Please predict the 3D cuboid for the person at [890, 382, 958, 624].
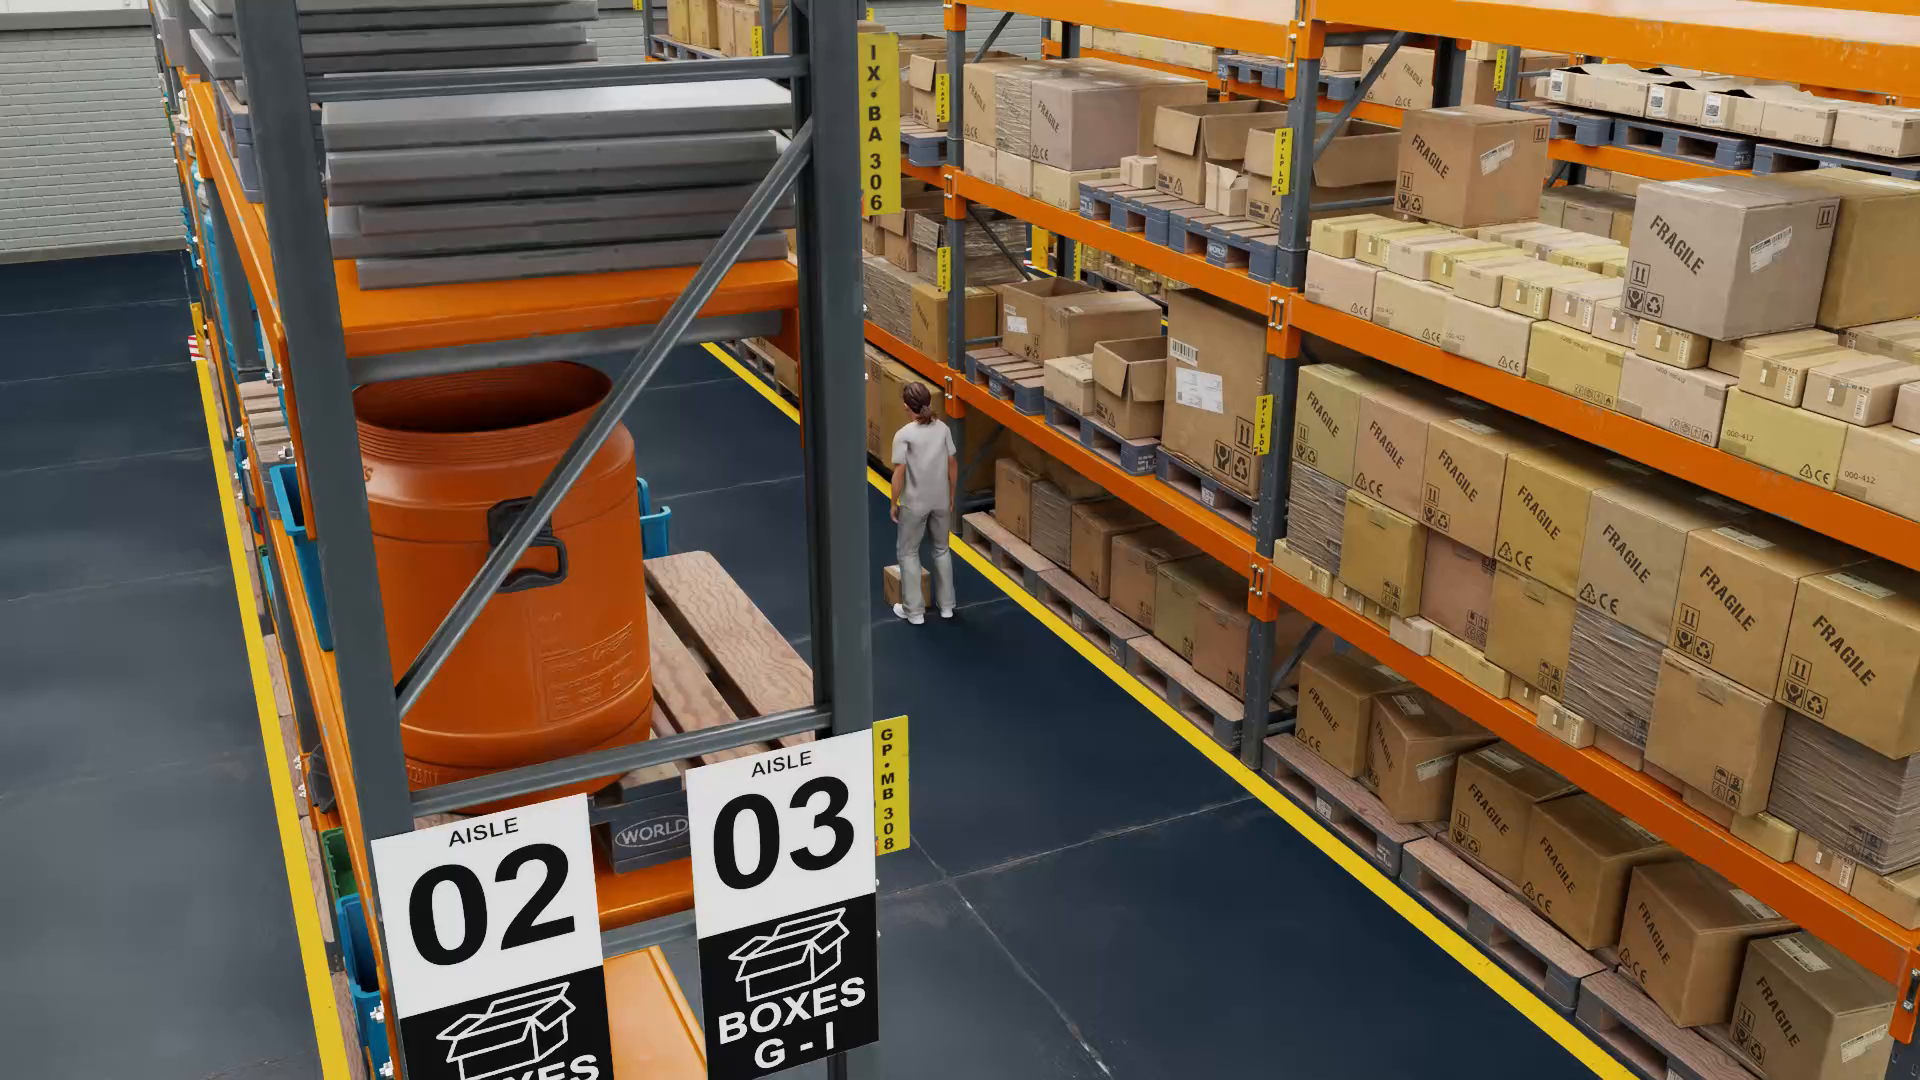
[{"bbox_3d":[-0.249,-0.248,11.200,0.485,1.672,0.358,-11,25,-24],"label":"person"}]
